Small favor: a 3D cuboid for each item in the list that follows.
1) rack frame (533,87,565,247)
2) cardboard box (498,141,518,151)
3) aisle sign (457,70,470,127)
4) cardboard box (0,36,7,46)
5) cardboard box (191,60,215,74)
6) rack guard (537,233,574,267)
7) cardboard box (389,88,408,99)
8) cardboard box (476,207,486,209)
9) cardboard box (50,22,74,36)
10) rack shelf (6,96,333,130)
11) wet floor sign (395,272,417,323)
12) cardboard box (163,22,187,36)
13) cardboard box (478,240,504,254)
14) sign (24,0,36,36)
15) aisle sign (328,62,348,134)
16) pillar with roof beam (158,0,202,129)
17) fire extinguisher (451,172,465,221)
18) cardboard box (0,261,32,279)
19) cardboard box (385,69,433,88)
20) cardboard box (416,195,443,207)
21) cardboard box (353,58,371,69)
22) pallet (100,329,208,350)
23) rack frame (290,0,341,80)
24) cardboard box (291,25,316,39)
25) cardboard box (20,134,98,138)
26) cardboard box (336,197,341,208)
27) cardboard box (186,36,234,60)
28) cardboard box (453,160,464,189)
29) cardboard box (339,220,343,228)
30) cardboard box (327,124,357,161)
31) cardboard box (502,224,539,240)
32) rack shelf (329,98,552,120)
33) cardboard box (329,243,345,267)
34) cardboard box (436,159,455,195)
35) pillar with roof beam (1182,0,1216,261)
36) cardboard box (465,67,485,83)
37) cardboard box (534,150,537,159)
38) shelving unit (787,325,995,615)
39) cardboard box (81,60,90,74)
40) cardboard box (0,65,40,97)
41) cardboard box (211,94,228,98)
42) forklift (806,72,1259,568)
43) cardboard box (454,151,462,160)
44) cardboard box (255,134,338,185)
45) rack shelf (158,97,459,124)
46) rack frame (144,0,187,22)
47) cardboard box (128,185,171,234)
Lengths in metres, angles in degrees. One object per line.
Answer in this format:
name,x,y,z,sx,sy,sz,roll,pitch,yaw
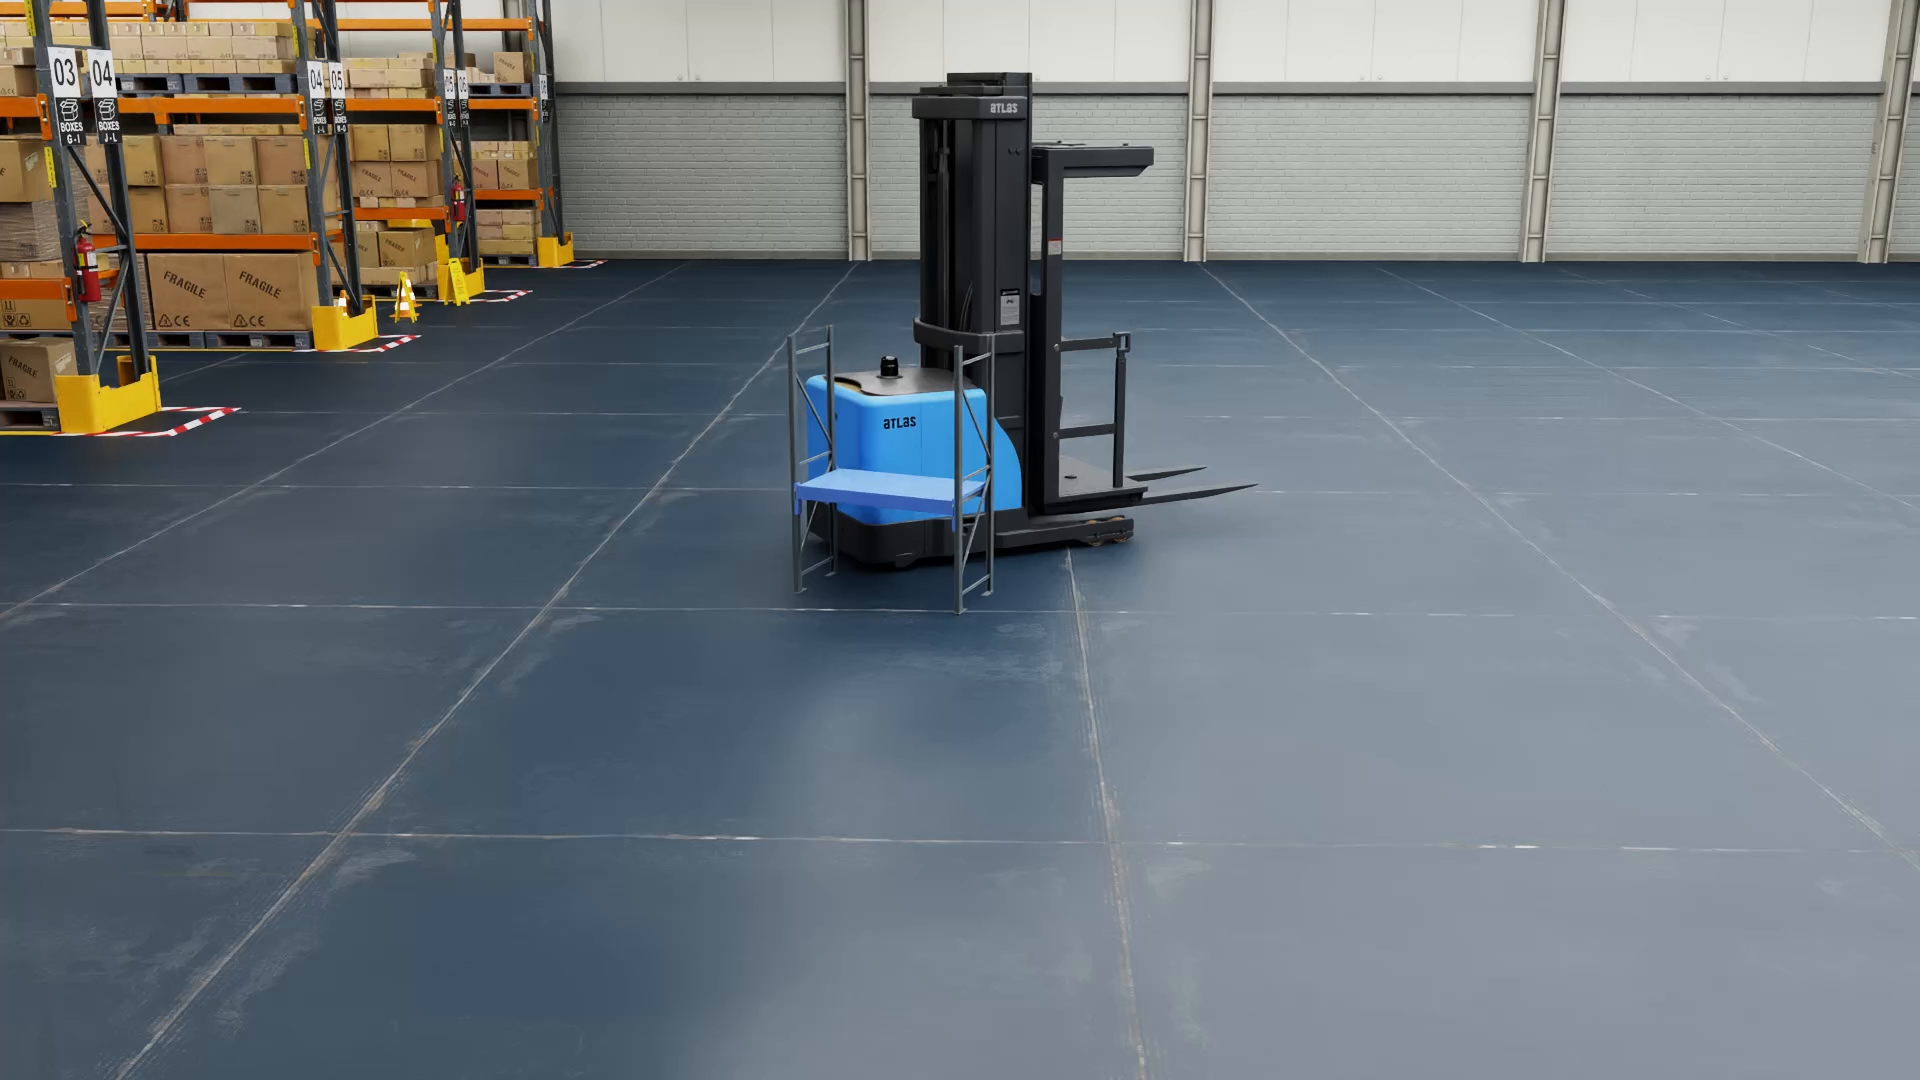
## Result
rack frame,-7.122,-6.308,28.870,0.127,3.000,1.000,0,15,1
cardboard box,-7.732,-6.756,28.518,0.250,0.149,0.380,0,15,2
aisle sign,-7.175,-6.378,24.038,0.004,0.787,0.394,0,15,1
cardboard box,-10.787,-5.504,18.633,0.500,0.250,0.500,0,15,2
cardboard box,-8.372,-5.280,18.568,0.250,0.149,0.380,1,15,2
rack guard,-7.098,-5.099,29.188,0.348,0.500,1.175,0,15,1
cardboard box,-7.858,-6.295,23.434,0.250,0.149,0.380,0,15,2
cardboard box,-8.596,-5.725,29.266,0.500,0.250,0.500,0,15,1
cardboard box,-9.894,-5.676,18.504,0.250,0.149,0.380,1,15,2
rack shelf,-9.269,-4.895,19.043,4.000,0.370,1.077,0,15,1
wet floor sign,-7.191,-3.146,21.498,0.232,0.644,0.267,-2,15,-8
cardboard box,-8.630,-5.668,18.472,0.250,0.149,0.380,0,15,2
cardboard box,-8.096,-5.110,28.895,0.500,0.250,0.500,0,15,1
sign,-7.532,-4.252,13.461,0.005,0.325,0.100,0,15,1
aisle sign,-7.191,-5.112,19.241,0.004,0.787,0.394,0,15,1
pillar with roof beam,-13.903,-8.385,24.980,0.400,9.000,9.100,0,15,1
fire extinguisher,-7.142,-4.887,23.633,0.183,0.674,0.296,0,15,1
cardboard box,-8.038,-2.345,14.339,0.250,0.149,0.380,0,15,1
cardboard box,-7.763,-6.499,23.422,0.500,0.250,0.500,0,15,1
cardboard box,-7.624,-4.869,23.906,0.250,0.149,0.380,1,15,3
cardboard box,-8.355,-6.707,23.431,0.250,0.149,0.380,0,15,2
pallet,-9.288,-2.425,19.617,1.213,0.211,1.003,0,15,1
rack frame,-7.270,-6.680,18.519,0.127,3.000,1.000,0,15,1
cardboard box,-7.596,-5.828,19.082,0.250,0.149,0.380,1,15,2
cardboard box,-10.348,-4.415,19.283,0.550,0.550,0.875,0,15,1
cardboard box,-8.904,-4.859,23.870,0.250,0.149,0.380,0,15,1
cardboard box,-8.267,-5.488,18.572,0.500,0.250,0.500,0,15,2
cardboard box,-8.651,-6.302,28.649,0.500,0.500,0.500,0,15,0
cardboard box,-8.935,-4.521,23.920,0.250,0.149,0.380,1,15,4
cardboard box,-8.779,-5.648,23.628,0.500,0.500,0.700,0,15,1
cardboard box,-7.616,-5.347,28.813,0.500,0.250,0.500,0,15,1
rack shelf,-9.121,-7.424,28.628,4.000,0.370,1.077,0,15,1
cardboard box,-9.078,-4.225,24.070,0.500,0.500,0.500,0,15,0
cardboard box,-7.711,-5.308,24.301,0.500,0.500,0.500,0,15,1
pillar with roof beam,4.092,-8.267,24.535,0.400,9.000,9.100,0,15,1
cardboard box,-8.211,-7.875,28.171,0.258,0.266,0.396,0,15,2
cardboard box,-7.454,-6.739,29.033,0.250,0.149,0.380,0,15,0
shelving unit,-0.385,-0.418,9.483,1.048,1.500,0.538,6,16,23
cardboard box,-9.640,-5.289,18.599,0.250,0.149,0.380,0,15,1
cardboard box,-7.986,-3.831,13.896,0.500,0.250,0.500,1,15,3
cardboard box,-10.427,-6.343,23.615,0.250,0.149,0.380,0,15,1
forklift,0.556,-1.489,10.740,3.031,2.935,1.130,-7,16,-26
cardboard box,-8.505,-6.607,28.533,0.250,0.149,0.380,0,15,0
cardboard box,-7.640,-4.386,19.174,0.550,0.550,0.875,0,15,1
rack shelf,-9.244,-6.158,23.830,4.000,0.370,1.077,0,15,1
rack frame,-11.243,-7.969,23.405,0.127,3.000,1.000,0,15,1
cardboard box,-9.280,-3.869,19.332,0.500,0.550,0.875,0,15,1
